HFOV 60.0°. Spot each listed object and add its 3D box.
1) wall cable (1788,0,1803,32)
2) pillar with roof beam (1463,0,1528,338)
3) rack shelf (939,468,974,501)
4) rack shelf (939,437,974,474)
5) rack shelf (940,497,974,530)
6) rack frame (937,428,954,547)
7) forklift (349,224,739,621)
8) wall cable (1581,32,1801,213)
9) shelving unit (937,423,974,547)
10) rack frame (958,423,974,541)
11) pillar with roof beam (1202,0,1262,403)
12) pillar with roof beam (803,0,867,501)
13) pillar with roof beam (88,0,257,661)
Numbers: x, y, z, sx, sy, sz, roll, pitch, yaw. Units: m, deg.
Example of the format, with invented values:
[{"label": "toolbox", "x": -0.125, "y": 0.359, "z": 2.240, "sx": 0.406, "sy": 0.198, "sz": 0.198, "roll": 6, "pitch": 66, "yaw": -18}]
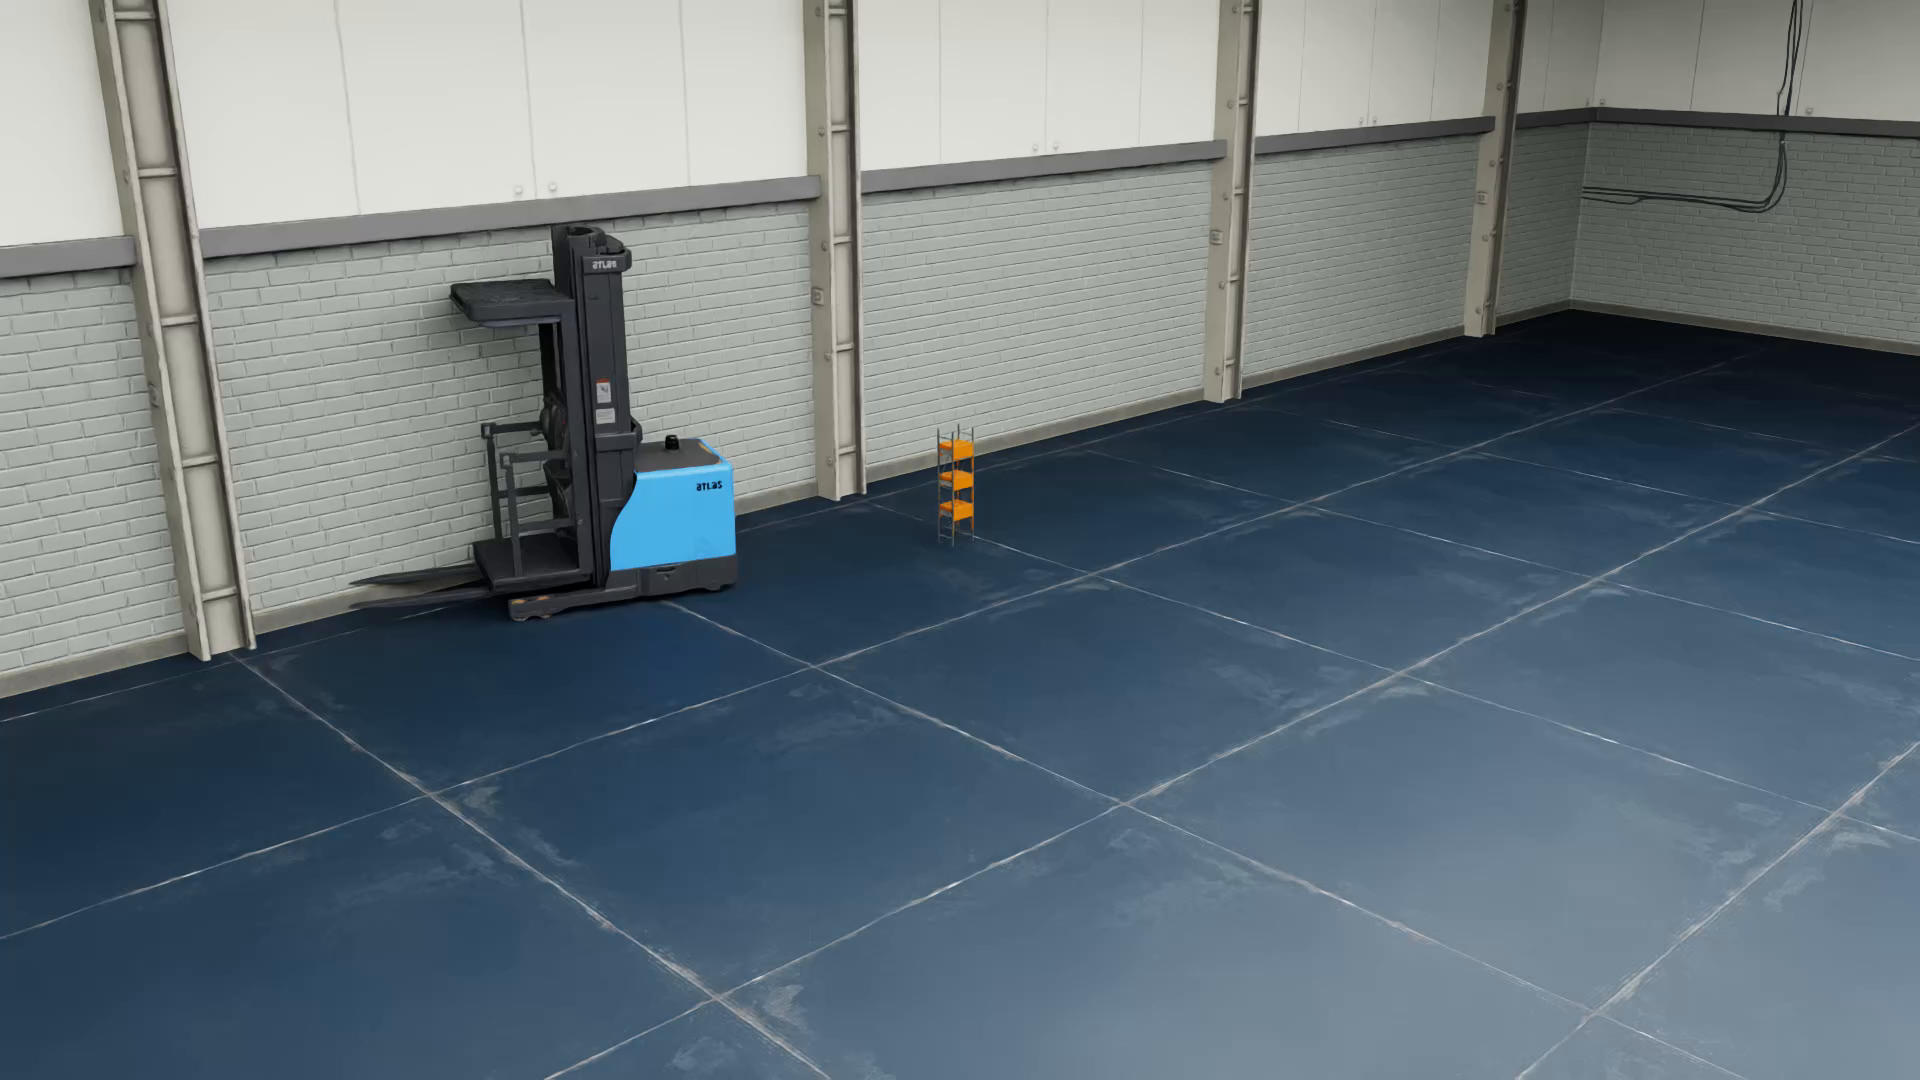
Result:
[{"label": "wall cable", "x": 12.460, "y": -7.924, "z": 21.681, "sx": 0.112, "sy": 2.526, "sz": 3.097, "roll": -16, "pitch": 24, "yaw": -41}, {"label": "pillar with roof beam", "x": 10.510, "y": -6.312, "z": 19.863, "sx": 0.400, "sy": 9.000, "sz": 9.100, "roll": -16, "pitch": 24, "yaw": -41}, {"label": "rack shelf", "x": -0.039, "y": -0.478, "z": 14.791, "sx": 0.240, "sy": 0.259, "sz": 0.215, "roll": -16, "pitch": 24, "yaw": -41}, {"label": "rack shelf", "x": -0.039, "y": -0.748, "z": 14.704, "sx": 0.240, "sy": 0.259, "sz": 0.215, "roll": -16, "pitch": 24, "yaw": -41}, {"label": "rack shelf", "x": -0.039, "y": -0.214, "z": 14.877, "sx": 0.240, "sy": 0.259, "sz": 0.215, "roll": -16, "pitch": 24, "yaw": -41}, {"label": "rack frame", "x": -0.128, "y": -0.462, "z": 14.708, "sx": 0.008, "sy": 1.050, "sz": 0.200, "roll": -16, "pitch": 24, "yaw": -41}, {"label": "forklift", "x": -3.391, "y": -0.943, "z": 13.140, "sx": 3.031, "sy": 2.935, "sz": 1.130, "roll": -8, "pitch": 19, "yaw": -22}, {"label": "wall cable", "x": 10.601, "y": -6.128, "z": 24.329, "sx": 0.112, "sy": 2.526, "sz": 3.097, "roll": -16, "pitch": 24, "yaw": -41}, {"label": "shelving unit", "x": -0.039, "y": -0.488, "z": 14.788, "sx": 0.252, "sy": 1.050, "sz": 0.215, "roll": -16, "pitch": 24, "yaw": -41}, {"label": "rack frame", "x": 0.050, "y": -0.514, "z": 14.868, "sx": 0.008, "sy": 1.050, "sz": 0.200, "roll": -16, "pitch": 24, "yaw": -41}, {"label": "pillar with roof beam", "x": 6.150, "y": -5.041, "z": 15.942, "sx": 0.400, "sy": 9.000, "sz": 9.100, "roll": -16, "pitch": 24, "yaw": -41}, {"label": "pillar with roof beam", "x": 1.790, "y": -3.770, "z": 12.021, "sx": 0.400, "sy": 9.000, "sz": 9.100, "roll": -16, "pitch": 24, "yaw": -41}, {"label": "pillar with roof beam", "x": -2.569, "y": -2.498, "z": 8.100, "sx": 0.400, "sy": 9.000, "sz": 9.100, "roll": -16, "pitch": 24, "yaw": -41}]
